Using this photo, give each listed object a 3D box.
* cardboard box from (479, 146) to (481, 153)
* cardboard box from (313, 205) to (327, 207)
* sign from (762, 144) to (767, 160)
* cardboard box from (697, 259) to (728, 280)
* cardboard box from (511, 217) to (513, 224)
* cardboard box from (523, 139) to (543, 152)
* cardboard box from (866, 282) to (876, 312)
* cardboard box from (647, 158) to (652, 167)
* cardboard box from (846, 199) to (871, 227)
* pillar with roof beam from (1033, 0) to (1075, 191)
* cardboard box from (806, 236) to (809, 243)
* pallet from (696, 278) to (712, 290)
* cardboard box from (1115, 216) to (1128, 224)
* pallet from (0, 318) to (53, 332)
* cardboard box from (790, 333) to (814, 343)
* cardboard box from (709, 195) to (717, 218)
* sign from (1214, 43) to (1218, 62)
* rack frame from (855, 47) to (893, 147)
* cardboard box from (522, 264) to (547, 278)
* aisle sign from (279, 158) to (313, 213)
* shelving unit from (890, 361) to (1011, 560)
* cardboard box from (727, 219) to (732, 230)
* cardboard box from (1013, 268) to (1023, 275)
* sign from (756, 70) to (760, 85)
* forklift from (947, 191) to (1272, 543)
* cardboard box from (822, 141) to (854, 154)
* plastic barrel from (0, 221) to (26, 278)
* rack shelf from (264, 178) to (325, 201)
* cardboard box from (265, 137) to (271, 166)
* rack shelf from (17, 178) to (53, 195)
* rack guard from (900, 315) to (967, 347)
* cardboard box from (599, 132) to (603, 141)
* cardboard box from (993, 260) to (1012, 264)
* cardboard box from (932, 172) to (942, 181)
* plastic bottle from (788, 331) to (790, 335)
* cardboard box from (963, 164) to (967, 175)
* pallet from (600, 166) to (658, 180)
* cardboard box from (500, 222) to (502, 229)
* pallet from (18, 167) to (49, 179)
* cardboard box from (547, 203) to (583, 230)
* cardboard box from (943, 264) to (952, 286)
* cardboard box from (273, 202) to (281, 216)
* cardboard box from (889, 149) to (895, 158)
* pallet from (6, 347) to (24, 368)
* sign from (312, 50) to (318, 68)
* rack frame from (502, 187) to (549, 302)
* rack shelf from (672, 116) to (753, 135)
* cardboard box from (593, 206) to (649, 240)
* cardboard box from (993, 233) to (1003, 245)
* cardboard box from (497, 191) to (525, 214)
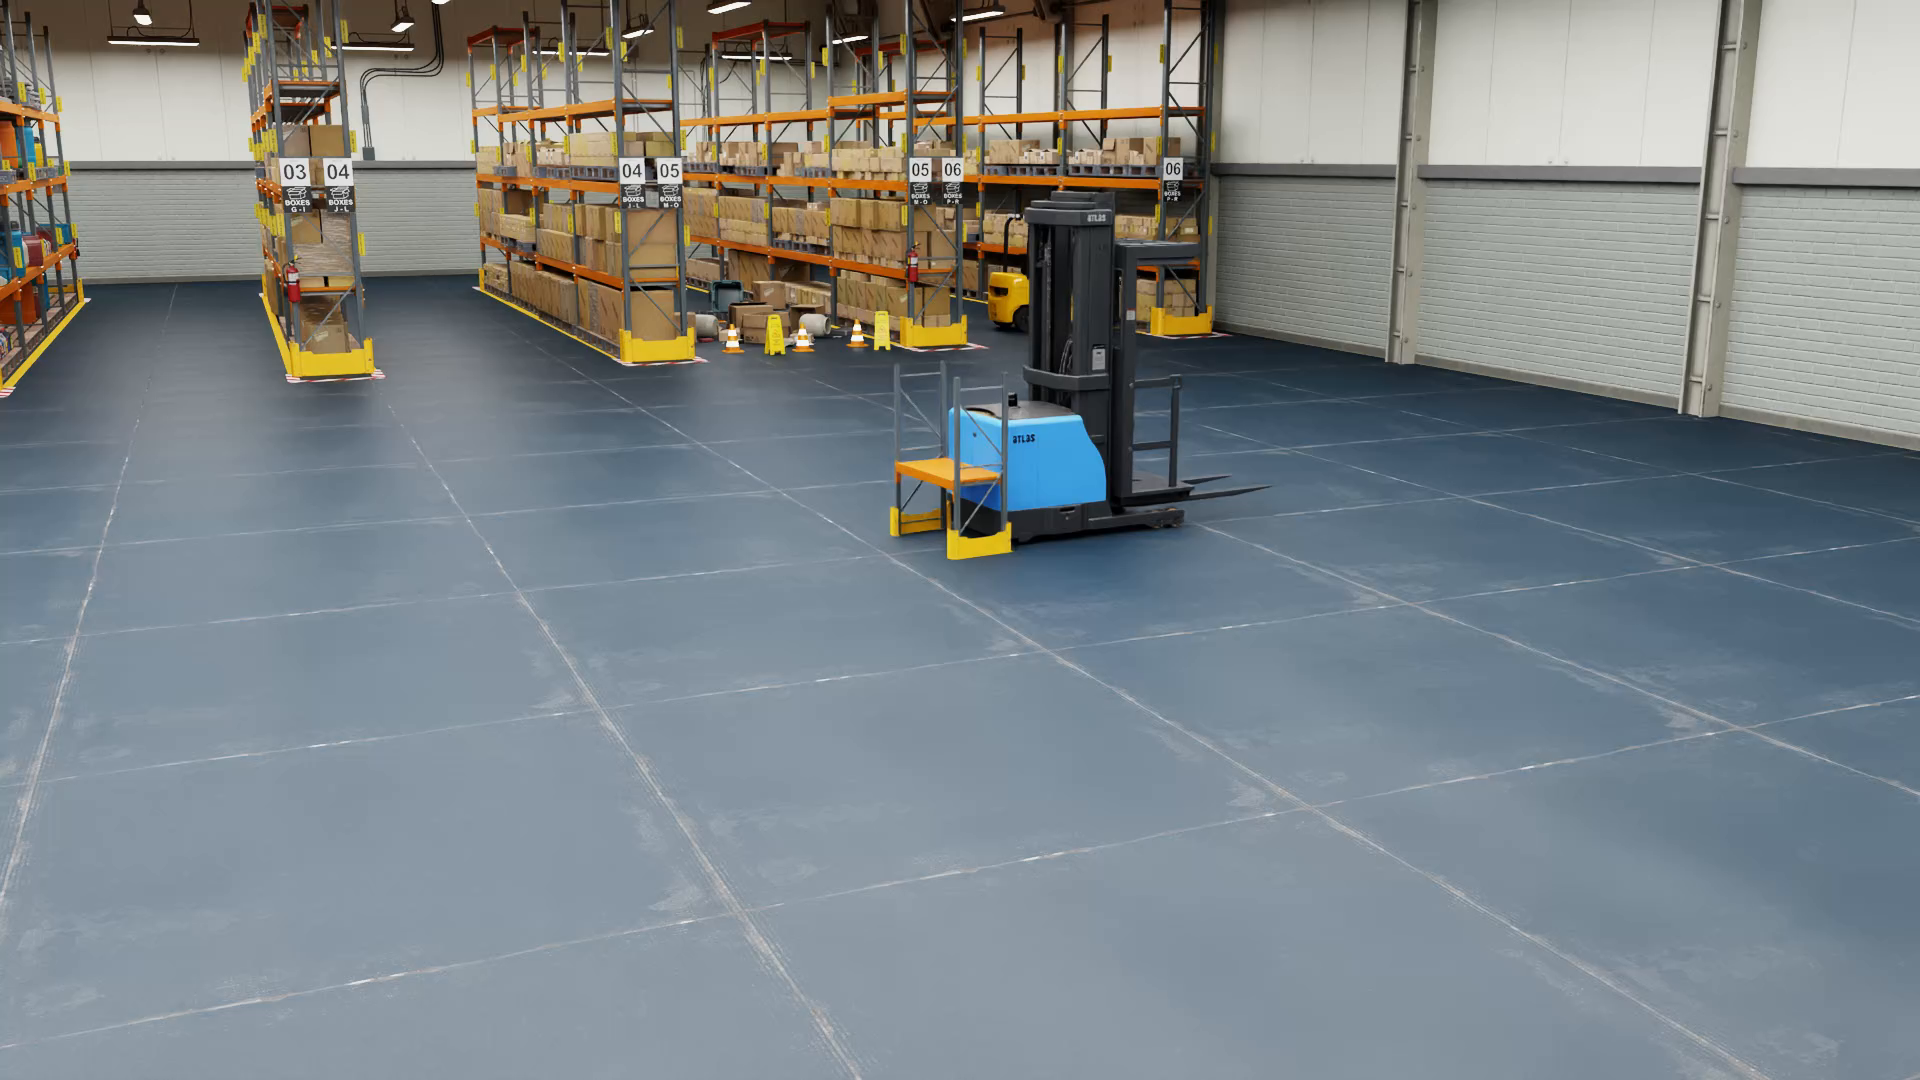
[{"bbox_3d":[-11.287,-9.334,39.736,0.380,0.149,0.250,-6,14,-23],"label":"cardboard box"},{"bbox_3d":[-10.083,-5.109,26.692,0.500,0.500,0.500,-6,14,-23],"label":"cardboard box"},{"bbox_3d":[-4.147,-8.231,35.308,0.100,0.325,0.005,-6,14,-23],"label":"sign"},{"bbox_3d":[-6.110,-6.821,41.942,0.875,0.438,0.875,-5,14,-21],"label":"cardboard box"},{"bbox_3d":[-9.366,-6.813,35.461,0.380,0.149,0.250,-5,14,-21],"label":"cardboard box"},{"bbox_3d":[-8.750,-8.108,34.176,0.396,0.266,0.258,-6,14,-23],"label":"cardboard box"},{"bbox_3d":[-1.399,-4.460,30.491,0.500,0.500,0.500,-6,14,-24],"label":"cardboard box"},{"bbox_3d":[-4.872,-6.152,27.049,0.380,0.149,0.250,-5,14,-22],"label":"cardboard box"},{"bbox_3d":[-1.695,-6.058,30.794,0.700,0.500,0.500,-6,14,-24],"label":"cardboard box"},{"bbox_3d":[-1.686,-9.323,34.694,9.100,9.000,0.548,-6,14,-23],"label":"pillar with roof beam"},{"bbox_3d":[-2.888,-6.077,33.601,0.380,0.149,0.250,-6,14,-23],"label":"cardboard box"},{"bbox_3d":[-5.963,-6.412,41.608,1.003,0.211,1.213,-6,14,-23],"label":"pallet"},{"bbox_3d":[3.176,-6.143,31.941,0.380,0.149,0.250,-5,14,-22],"label":"cardboard box"},{"bbox_3d":[-17.608,-3.986,31.124,1.003,0.211,1.213,-6,14,-23],"label":"pallet"},{"bbox_3d":[-2.807,-3.574,29.484,0.380,0.149,0.250,1,13,6],"label":"cardboard box"},{"bbox_3d":[-5.680,-7.963,39.683,0.500,0.500,0.500,-6,14,-23],"label":"cardboard box"},{"bbox_3d":[4.627,-8.828,30.133,0.100,0.325,0.005,-6,14,-23],"label":"sign"},{"bbox_3d":[-2.294,-11.553,44.328,1.000,3.000,0.127,-6,14,-23],"label":"rack frame"},{"bbox_3d":[-9.046,-5.739,35.465,0.500,0.250,0.500,-5,14,-22],"label":"cardboard box"},{"bbox_3d":[-9.761,-5.207,24.448,0.394,0.787,0.004,-6,14,-23],"label":"aisle sign"},{"bbox_3d":[-0.090,-0.701,14.074,0.587,1.500,1.083,-8,15,-30],"label":"shelving unit"},{"bbox_3d":[-5.085,-7.303,38.496,0.500,0.250,0.500,-5,14,-22],"label":"cardboard box"},{"bbox_3d":[1.687,-5.621,36.340,0.875,0.625,0.625,-6,14,-25],"label":"cardboard box"},{"bbox_3d":[-4.746,-10.822,38.925,0.100,0.325,0.005,-6,14,-23],"label":"sign"},{"bbox_3d":[1.429,-1.620,14.871,3.031,2.935,1.130,-7,15,-27],"label":"forklift"},{"bbox_3d":[-2.382,-7.646,32.395,0.500,0.250,0.500,-5,14,-22],"label":"cardboard box"},{"bbox_3d":[-15.529,-4.710,26.958,0.600,0.901,0.708,-6,14,-23],"label":"plastic barrel"},{"bbox_3d":[-11.915,-6.330,30.013,1.077,0.370,4.000,-6,14,-23],"label":"rack shelf"},{"bbox_3d":[-12.355,-7.058,30.229,0.500,0.500,0.500,-6,14,-25],"label":"cardboard box"},{"bbox_3d":[-18.055,-6.710,31.650,1.077,0.370,4.000,-6,14,-23],"label":"rack shelf"},{"bbox_3d":[-0.461,-3.673,29.131,1.175,0.500,0.348,-6,14,-23],"label":"rack guard"},{"bbox_3d":[-5.678,-6.585,27.152,0.380,0.149,0.250,-5,14,-22],"label":"cardboard box"},{"bbox_3d":[0.988,-6.416,38.612,0.380,0.149,0.250,-5,14,-20],"label":"cardboard box"},{"bbox_3d":[-0.266,-6.312,28.894,0.380,0.149,0.250,-6,14,-23],"label":"cardboard box"},{"bbox_3d":[-3.235,-3.834,30.799,0.133,0.061,0.283,-3,13,-13],"label":"plastic bottle"},{"bbox_3d":[0.281,-8.553,38.354,0.500,0.250,0.500,-6,14,-23],"label":"cardboard box"},{"bbox_3d":[-5.233,-5.978,27.089,1.003,0.211,1.213,-6,14,-23],"label":"pallet"},{"bbox_3d":[-9.997,-6.991,36.888,0.380,0.149,0.250,-5,14,-22],"label":"cardboard box"},{"bbox_3d":[-17.996,-6.994,31.703,1.003,0.211,1.213,-6,14,-23],"label":"pallet"},{"bbox_3d":[-7.756,-6.398,32.921,0.700,0.500,0.500,-6,14,-24],"label":"cardboard box"},{"bbox_3d":[-0.084,-6.350,39.764,0.500,0.500,0.500,-6,14,-25],"label":"cardboard box"},{"bbox_3d":[-13.790,-6.723,34.317,0.797,0.503,0.637,-5,14,-22],"label":"cardboard box"},{"bbox_3d":[-1.024,-6.754,29.034,0.380,0.149,0.250,-6,14,-24],"label":"cardboard box"},{"bbox_3d":[-15.421,-2.858,26.250,1.003,0.211,1.213,-6,14,-23],"label":"pallet"},{"bbox_3d":[-12.223,-9.100,31.485,0.100,0.325,0.005,-6,14,-23],"label":"sign"},{"bbox_3d":[-9.733,-6.886,37.471,1.000,3.000,0.127,-6,14,-23],"label":"rack frame"},{"bbox_3d":[-6.039,-10.145,40.728,1.077,0.370,4.000,-6,14,-23],"label":"rack shelf"},{"bbox_3d":[-5.775,-5.417,28.397,0.875,0.550,0.500,-6,14,-23],"label":"cardboard box"},{"bbox_3d":[1.062,-6.686,36.938,0.500,0.250,0.500,-6,14,-24],"label":"cardboard box"},{"bbox_3d":[-10.169,-7.640,37.628,0.500,0.500,0.500,-6,14,-25],"label":"cardboard box"}]
